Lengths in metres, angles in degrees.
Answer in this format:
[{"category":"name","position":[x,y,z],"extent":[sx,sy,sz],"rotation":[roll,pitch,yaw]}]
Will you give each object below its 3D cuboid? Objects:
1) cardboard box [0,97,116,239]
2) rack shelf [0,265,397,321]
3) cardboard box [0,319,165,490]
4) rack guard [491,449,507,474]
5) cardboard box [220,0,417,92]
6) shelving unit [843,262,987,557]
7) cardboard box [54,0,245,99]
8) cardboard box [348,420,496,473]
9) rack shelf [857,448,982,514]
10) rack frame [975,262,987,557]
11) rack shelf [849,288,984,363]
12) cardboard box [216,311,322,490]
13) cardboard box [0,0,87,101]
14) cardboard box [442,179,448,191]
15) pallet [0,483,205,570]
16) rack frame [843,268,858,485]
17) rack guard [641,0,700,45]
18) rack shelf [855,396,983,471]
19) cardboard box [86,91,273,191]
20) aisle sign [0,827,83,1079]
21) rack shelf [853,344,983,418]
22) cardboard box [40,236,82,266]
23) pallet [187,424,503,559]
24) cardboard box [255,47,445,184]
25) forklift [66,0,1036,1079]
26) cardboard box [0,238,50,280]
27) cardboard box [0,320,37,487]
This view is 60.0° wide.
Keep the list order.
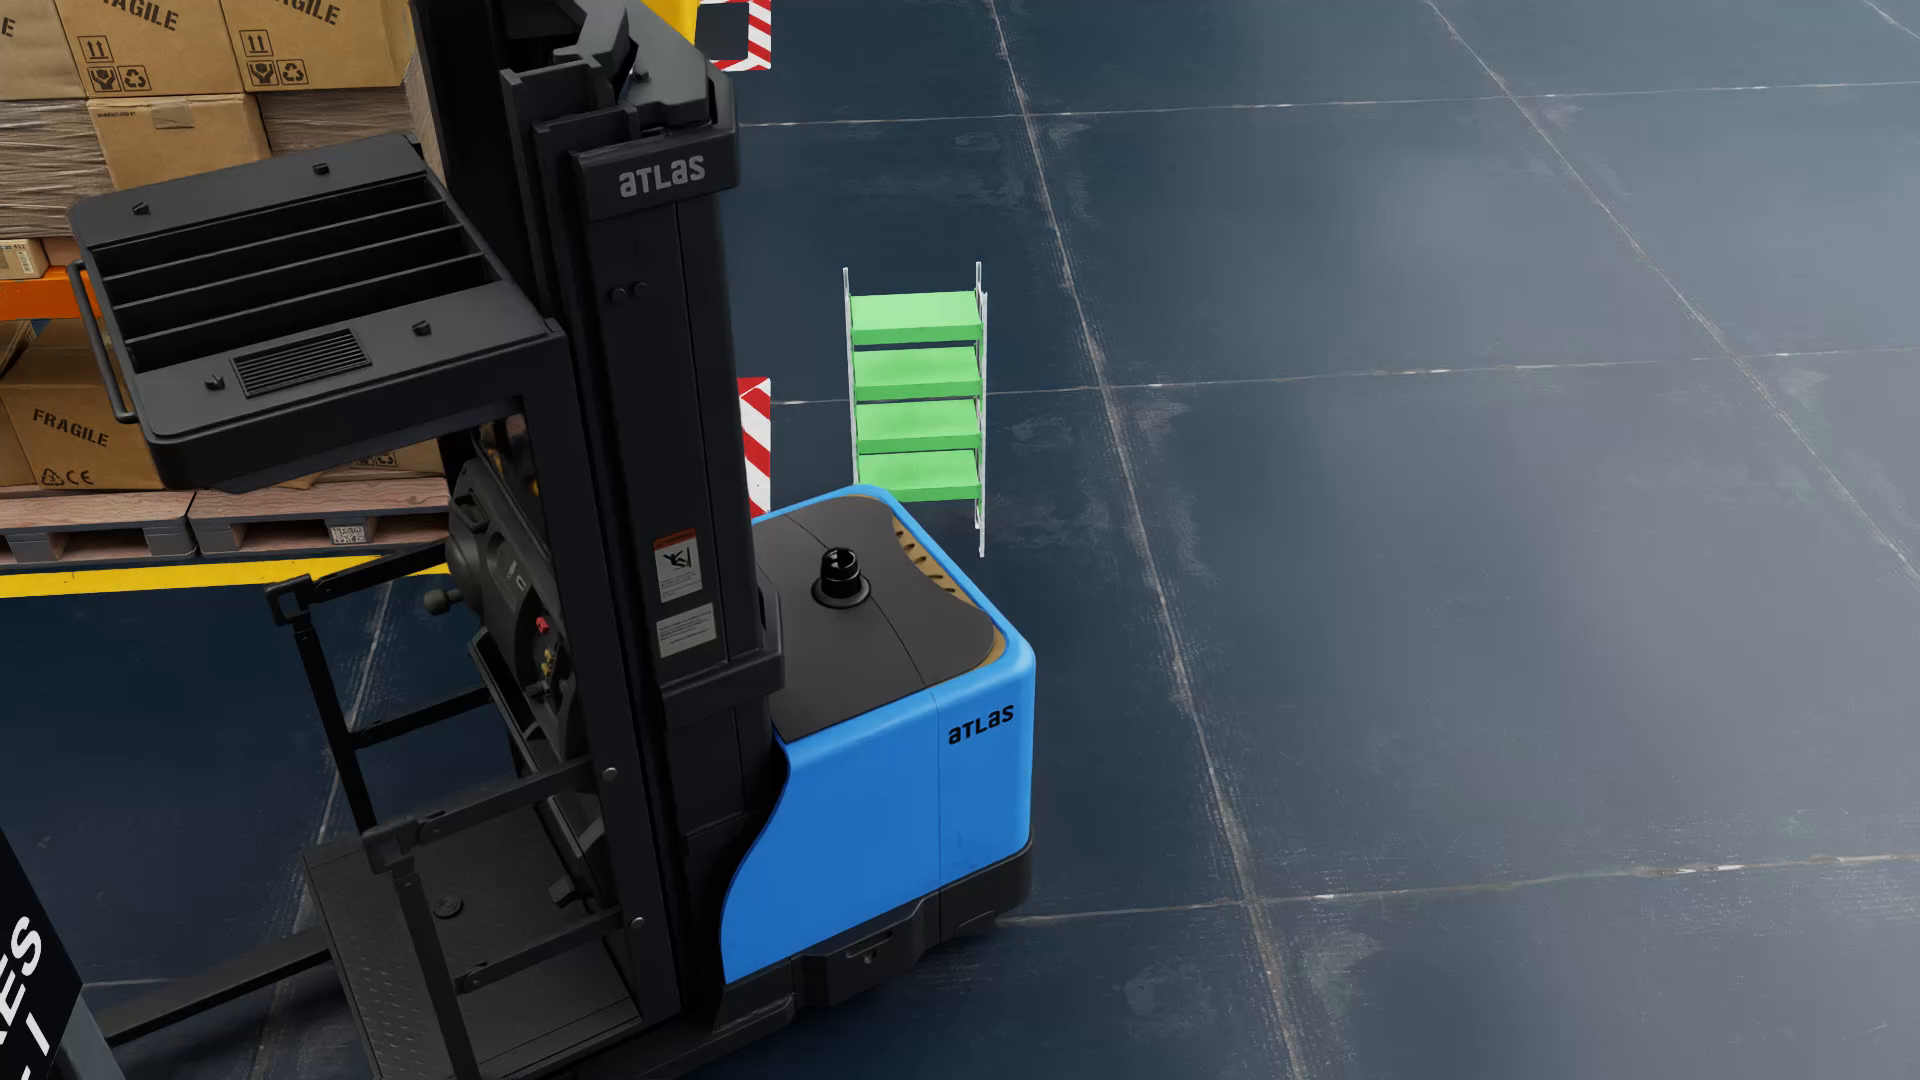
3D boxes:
[{"category":"cardboard box","position":[-3.137,-1.507,5.918],"extent":[0.500,0.500,0.875],"rotation":[-3,38,-4]},{"category":"rack shelf","position":[-3.590,-1.075,6.271],"extent":[4.000,0.370,1.077],"rotation":[-3,38,-4]},{"category":"cardboard box","position":[-3.439,-0.550,6.704],"extent":[0.500,0.500,0.500],"rotation":[0,38,0]},{"category":"rack guard","position":[-1.673,-0.481,6.956],"extent":[0.348,0.500,1.175],"rotation":[-3,38,-4]},{"category":"cardboard box","position":[-2.124,-1.833,5.523],"extent":[0.500,0.500,0.500],"rotation":[-3,38,-4]},{"category":"shelving unit","position":[-0.165,-0.462,6.367],"extent":[0.503,1.200,0.258],"rotation":[-3,38,-4]},{"category":"cardboard box","position":[-2.621,-1.802,5.484],"extent":[0.500,0.500,0.500],"rotation":[-3,38,-4]},{"category":"cardboard box","position":[-2.221,-0.626,6.801],"extent":[0.500,0.500,0.500],"rotation":[4,38,4]},{"category":"rack shelf","position":[-0.165,-0.223,6.555],"extent":[0.480,0.148,0.258],"rotation":[-3,38,-4]},{"category":"rack frame","position":[0.078,-0.475,6.384],"extent":[0.015,1.200,0.240],"rotation":[-3,38,-4]},{"category":"rack shelf","position":[-0.165,-0.789,6.109],"extent":[0.480,0.148,0.258],"rotation":[-3,38,-4]},{"category":"cardboard box","position":[-2.814,-0.572,6.733],"extent":[0.500,0.500,0.500],"rotation":[6,39,8]},{"category":"cardboard box","position":[-3.119,-1.776,5.451],"extent":[0.500,0.500,0.500],"rotation":[-3,38,-4]},{"category":"cardboard box","position":[-1.863,-1.225,6.084],"extent":[0.250,0.149,0.380],"rotation":[-3,38,-4]},{"category":"pallet","position":[-3.698,-0.280,6.935],"extent":[1.213,0.211,1.003],"rotation":[-3,38,-4]},{"category":"rack frame","position":[-0.408,-0.449,6.350],"extent":[0.015,1.200,0.240],"rotation":[-3,38,-4]},{"category":"rack guard","position":[-1.912,-3.553,10.849],"extent":[0.348,0.500,1.175],"rotation":[-3,38,-4]},{"category":"rack shelf","position":[-0.165,-0.412,6.406],"extent":[0.480,0.148,0.258],"rotation":[-3,38,-4]},{"category":"cardboard box","position":[-2.635,-1.508,5.919],"extent":[0.500,0.500,0.875],"rotation":[-3,38,-4]},{"category":"aisle sign","position":[-1.113,0.384,1.743],"extent":[0.004,0.787,0.394],"rotation":[-3,38,-4]},{"category":"rack shelf","position":[-0.165,-0.600,6.258],"extent":[0.480,0.148,0.258],"rotation":[-3,38,-4]},{"category":"cardboard box","position":[-3.107,-1.146,5.984],"extent":[0.250,0.149,0.380],"rotation":[-3,38,-4]},{"category":"pallet","position":[-2.486,-0.345,7.017],"extent":[1.213,0.211,1.003],"rotation":[-3,38,-4]},{"category":"cardboard box","position":[-2.148,-1.609,6.047],"extent":[0.500,0.500,0.875],"rotation":[-3,38,-4]},{"category":"forklift","position":[-1.306,0.210,4.118],"extent":[3.031,2.935,1.130],"rotation":[-20,42,-23]},{"category":"cardboard box","position":[-3.348,-1.078,5.897],"extent":[0.250,0.149,0.380],"rotation":[-3,38,-4]},{"category":"cardboard box","position":[-3.999,-0.547,6.700],"extent":[0.500,0.500,0.500],"rotation":[-6,39,-8]}]
